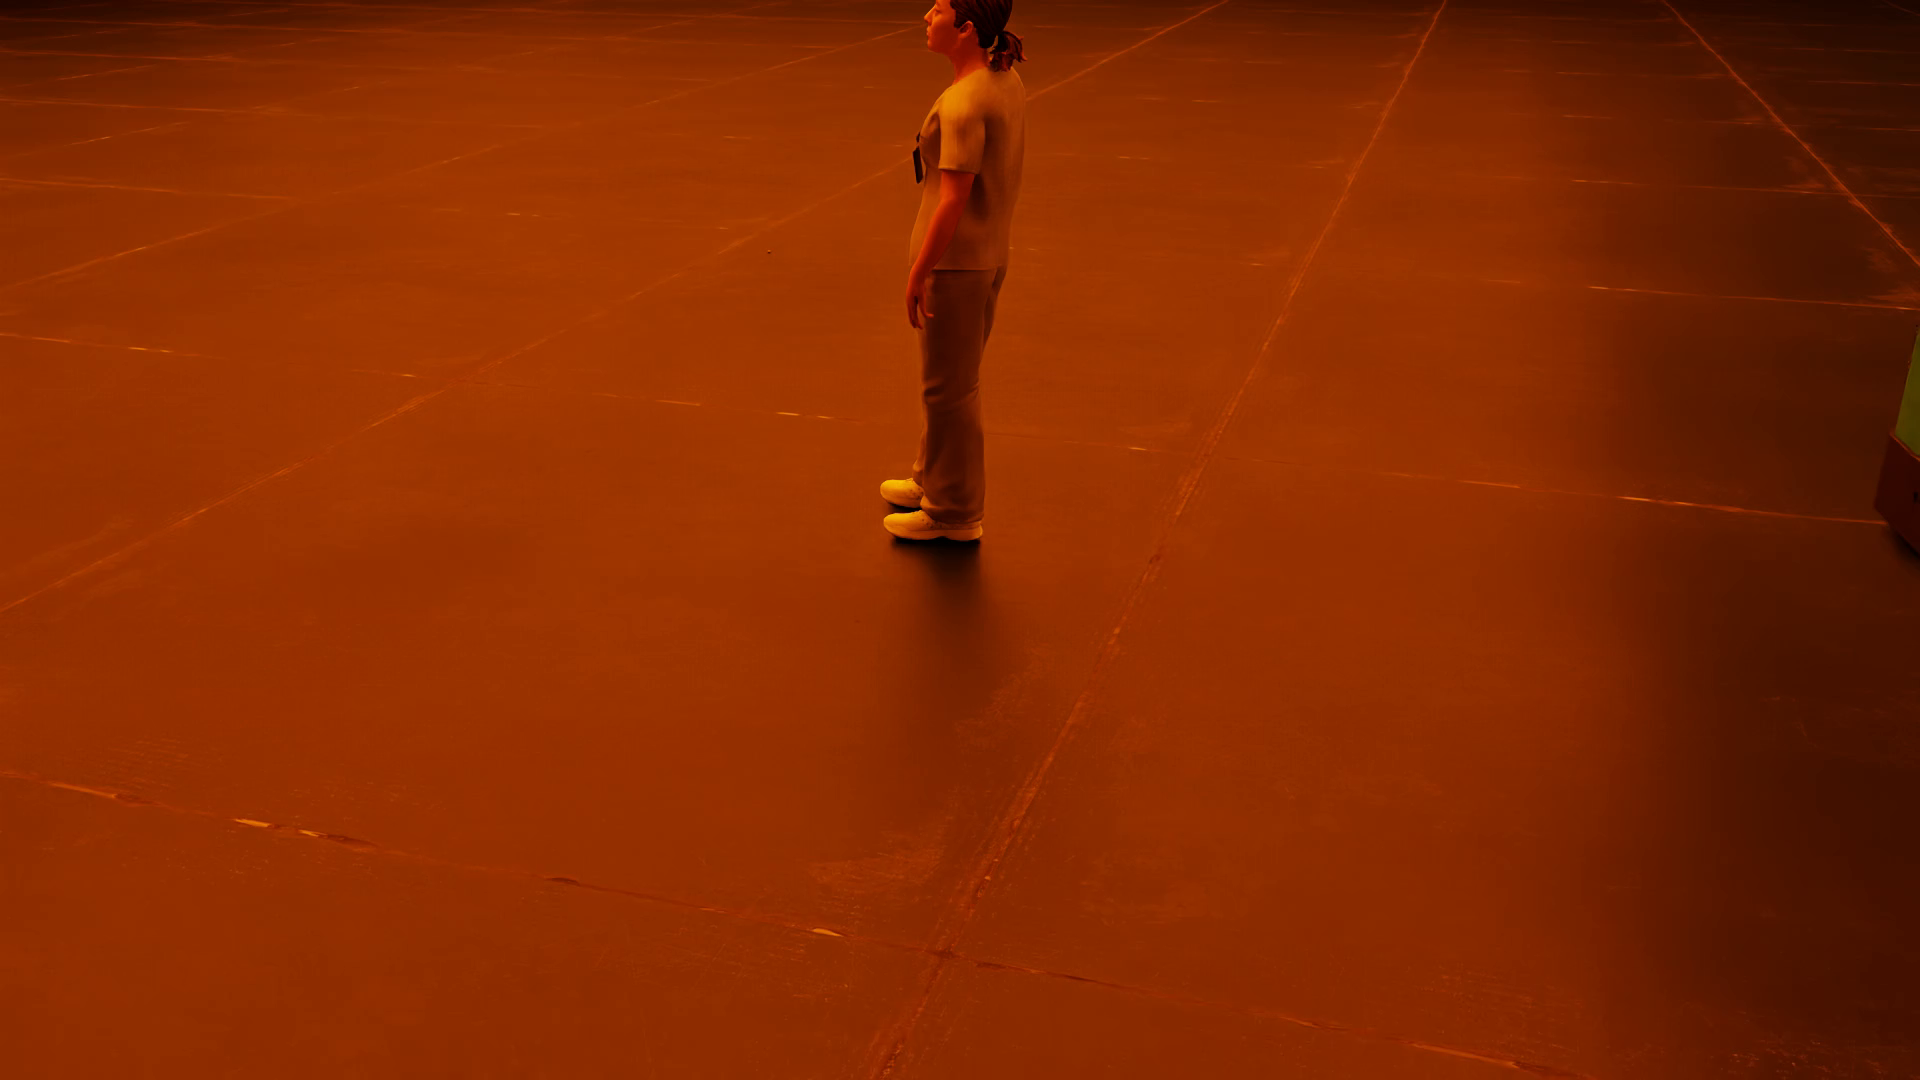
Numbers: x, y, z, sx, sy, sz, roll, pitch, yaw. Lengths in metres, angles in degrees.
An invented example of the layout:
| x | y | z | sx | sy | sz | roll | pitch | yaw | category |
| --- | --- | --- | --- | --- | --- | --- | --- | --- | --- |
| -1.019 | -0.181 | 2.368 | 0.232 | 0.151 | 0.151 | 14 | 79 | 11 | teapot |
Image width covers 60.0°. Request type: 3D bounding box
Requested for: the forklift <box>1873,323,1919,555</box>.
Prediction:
| x | y | z | sx | sy | sz | roll | pitch | yaw | category |
| --- | --- | --- | --- | --- | --- | --- | --- | --- | --- |
| 4.271 | -1.135 | 4.030 | 3.031 | 2.935 | 1.130 | 4 | 23 | 8 | forklift |

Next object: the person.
| x | y | z | sx | sy | sz | roll | pitch | yaw | category |
| --- | --- | --- | --- | --- | --- | --- | --- | --- | --- |
| -0.067 | -0.795 | 4.830 | 0.548 | 1.673 | 0.549 | 7 | 23 | 16 | person |
